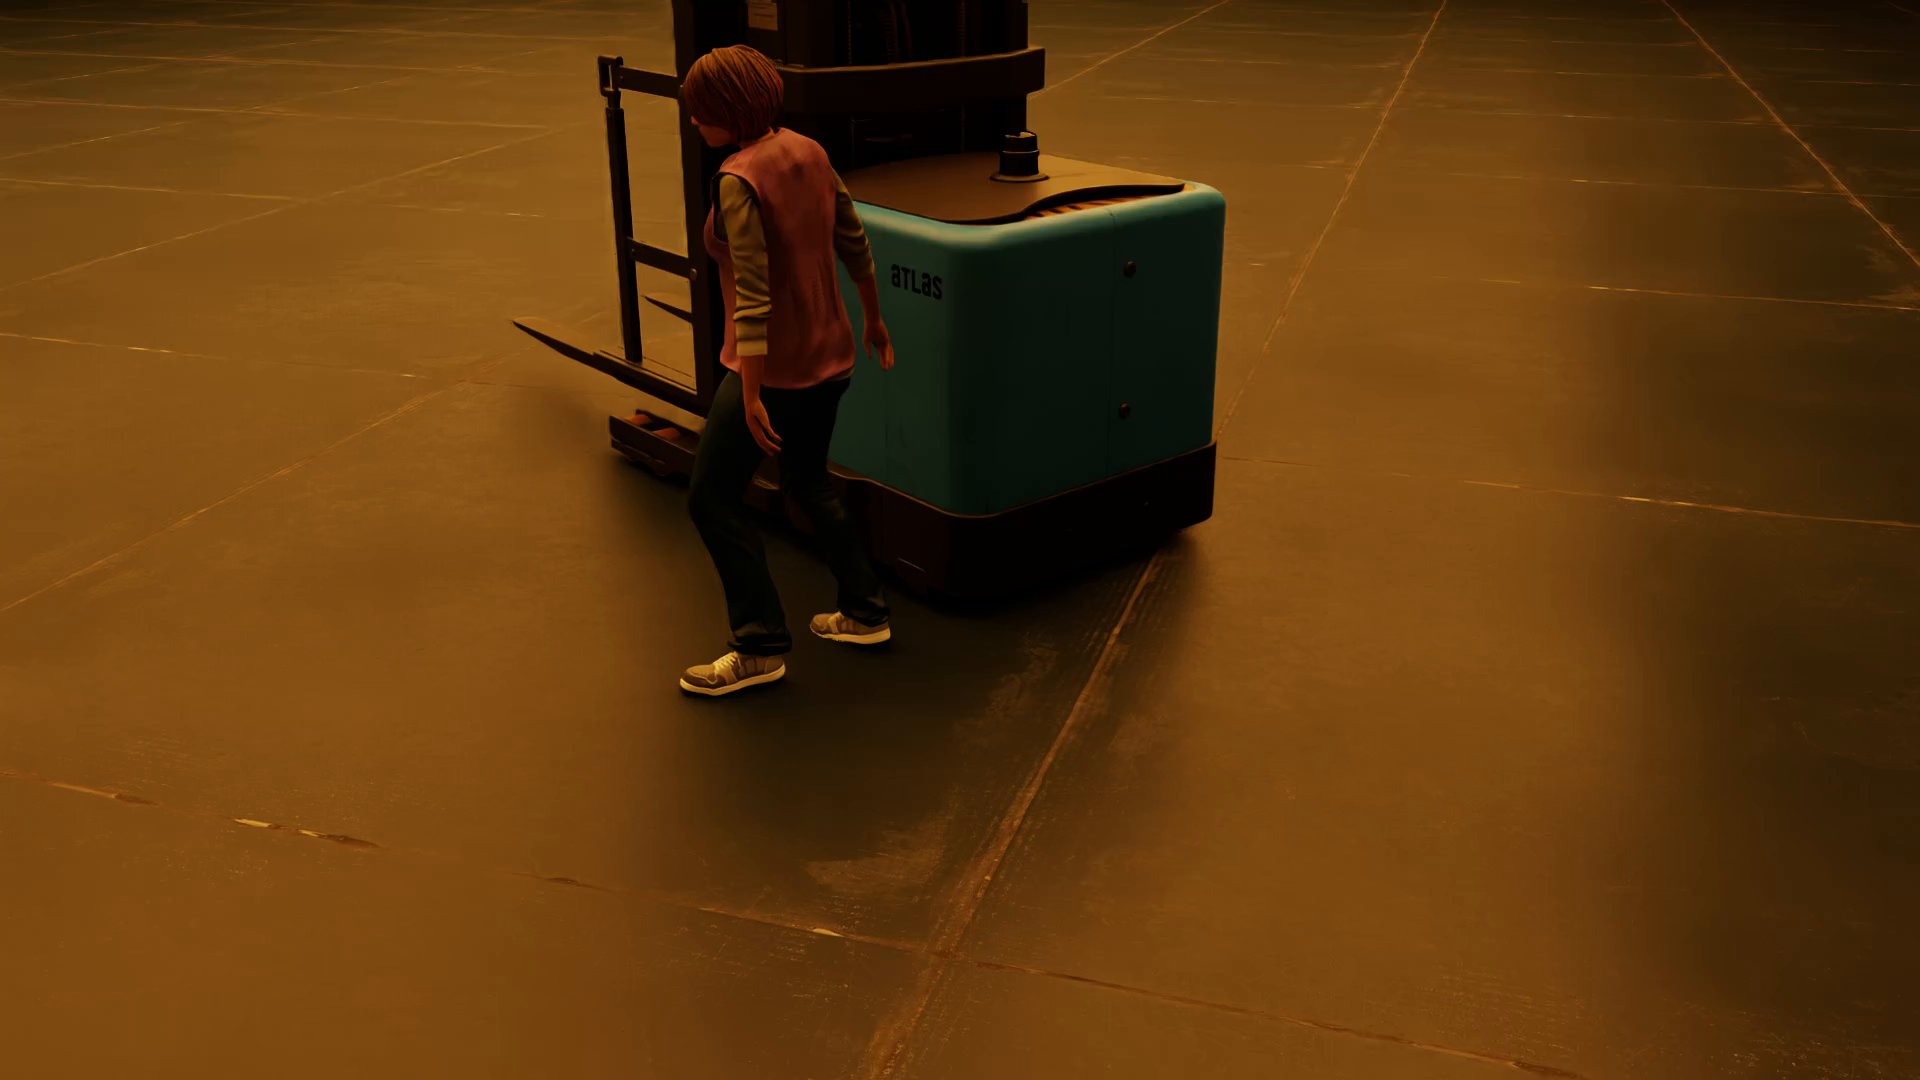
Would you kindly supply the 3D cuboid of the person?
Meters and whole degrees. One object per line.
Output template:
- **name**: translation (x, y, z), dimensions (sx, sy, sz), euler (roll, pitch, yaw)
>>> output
- **person**: translation (-0.418, -0.414, 4.124), dimensions (0.405, 1.569, 0.730), euler (13, 26, 28)

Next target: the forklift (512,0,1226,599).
- **forklift**: translation (-0.561, -1.679, 5.347), dimensions (1.130, 2.935, 3.031), euler (-18, 29, -37)
